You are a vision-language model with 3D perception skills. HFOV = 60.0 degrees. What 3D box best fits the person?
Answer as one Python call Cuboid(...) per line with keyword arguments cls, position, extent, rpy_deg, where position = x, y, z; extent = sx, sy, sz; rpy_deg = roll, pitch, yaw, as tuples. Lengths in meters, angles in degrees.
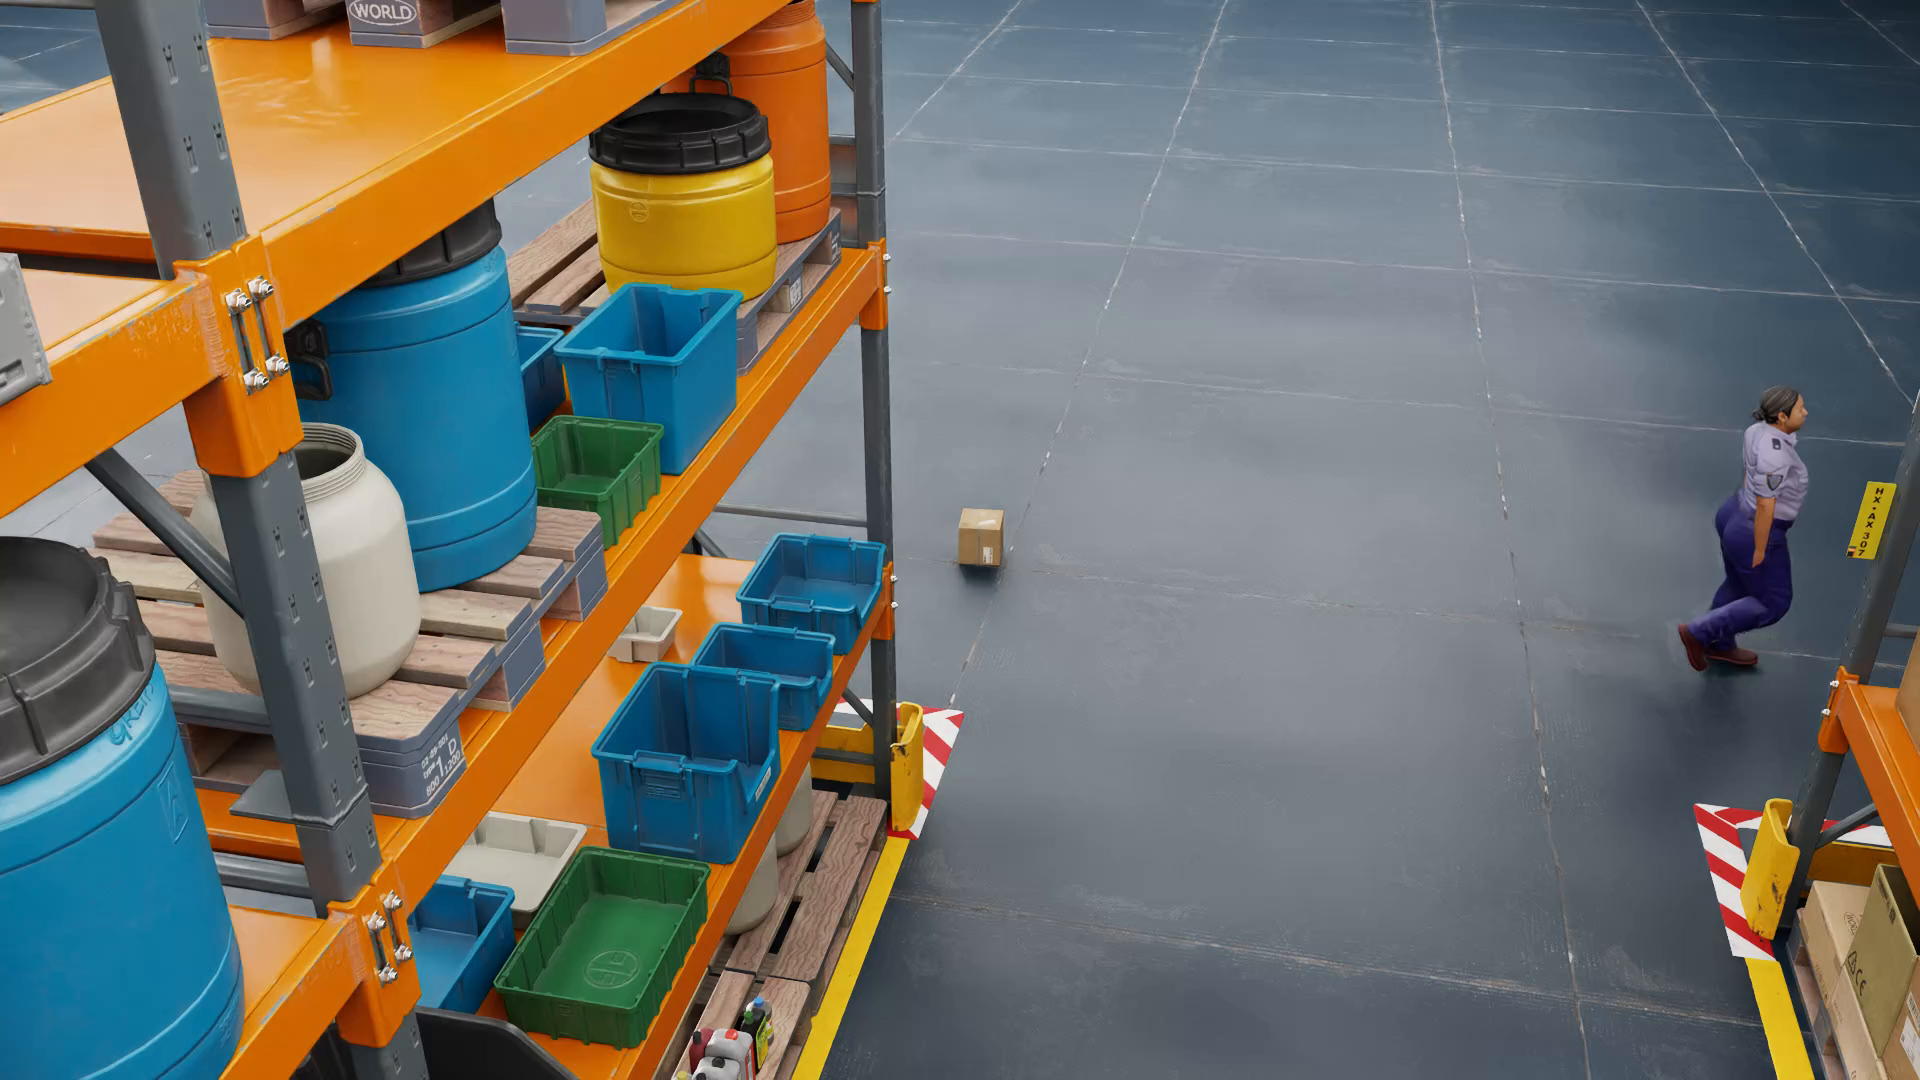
Cuboid(cls="person", position=(4.097, -0.039, 8.659), extent=(0.492, 1.640, 0.478), rpy_deg=(6, 30, 11))
